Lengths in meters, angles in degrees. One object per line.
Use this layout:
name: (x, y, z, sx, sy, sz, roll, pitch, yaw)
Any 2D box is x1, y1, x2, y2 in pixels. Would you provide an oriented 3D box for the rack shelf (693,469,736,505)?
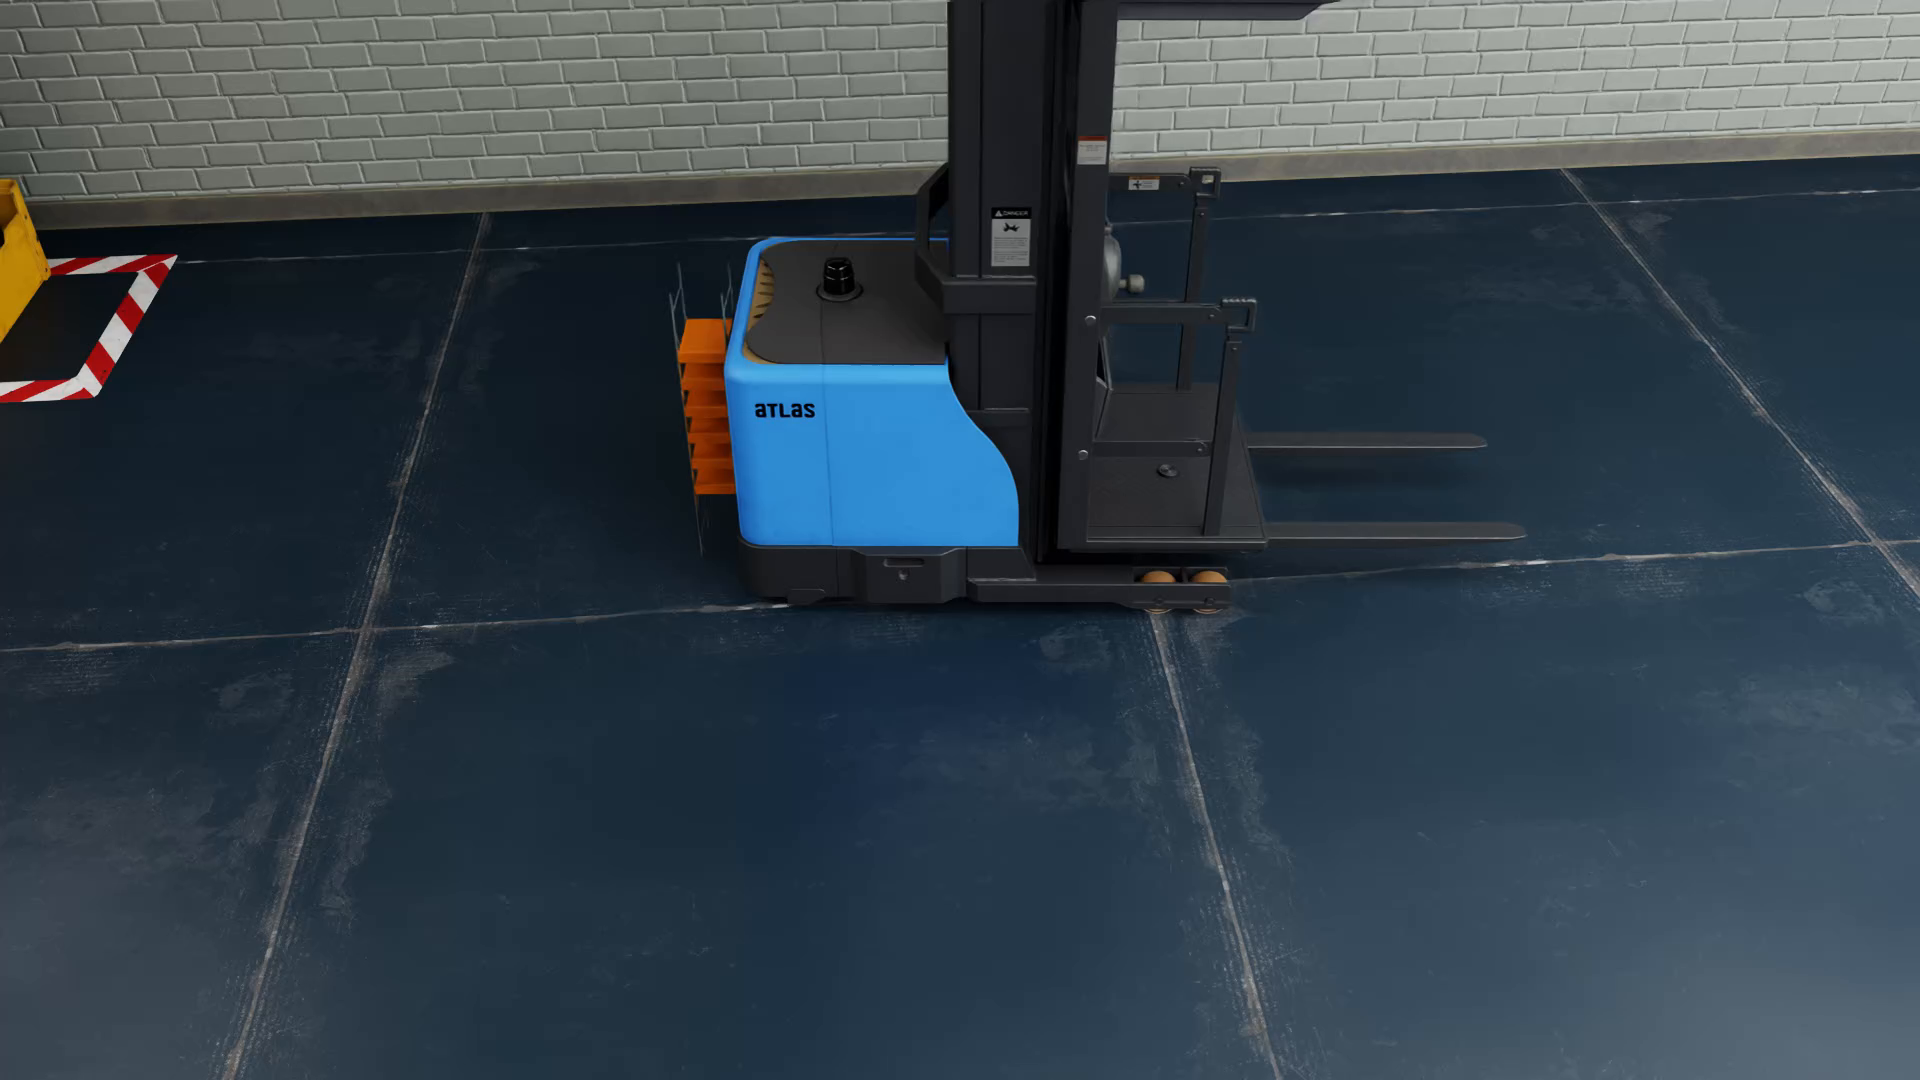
rack shelf: (-0.941, -0.252, 6.560, 0.180, 0.103, 0.258, 0, 38, 0)

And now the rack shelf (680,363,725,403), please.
rack shelf: (-0.941, -0.629, 6.263, 0.180, 0.103, 0.258, 0, 38, 0)

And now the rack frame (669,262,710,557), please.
rack frame: (-1.033, -0.476, 6.384, 0.006, 1.200, 0.240, 0, 38, 0)

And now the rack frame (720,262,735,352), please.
rack frame: (-0.850, -0.475, 6.384, 0.006, 1.200, 0.240, 0, 38, 0)

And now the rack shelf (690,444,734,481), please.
rack shelf: (-0.941, -0.346, 6.486, 0.180, 0.103, 0.258, 0, 38, 0)

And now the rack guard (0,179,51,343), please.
rack guard: (-4.753, -1.217, 7.889, 0.348, 0.500, 1.175, -3, 38, -4)

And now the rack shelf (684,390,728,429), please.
rack shelf: (-0.941, -0.535, 6.337, 0.180, 0.103, 0.258, 0, 38, 0)

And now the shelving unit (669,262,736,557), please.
shelving unit: (-0.941, -0.475, 6.384, 0.189, 1.200, 0.258, 0, 38, 0)

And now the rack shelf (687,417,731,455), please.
rack shelf: (-0.941, -0.440, 6.411, 0.180, 0.103, 0.258, 0, 38, 0)

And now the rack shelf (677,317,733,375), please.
rack shelf: (-0.941, -0.723, 6.188, 0.180, 0.103, 0.258, 0, 38, 0)

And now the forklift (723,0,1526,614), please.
forklift: (0.671, -1.199, 5.903, 3.031, 2.935, 1.130, 0, 38, 0)

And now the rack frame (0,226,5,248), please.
rack frame: (-4.777, -2.197, 7.113, 0.127, 3.000, 1.000, -3, 38, -4)
